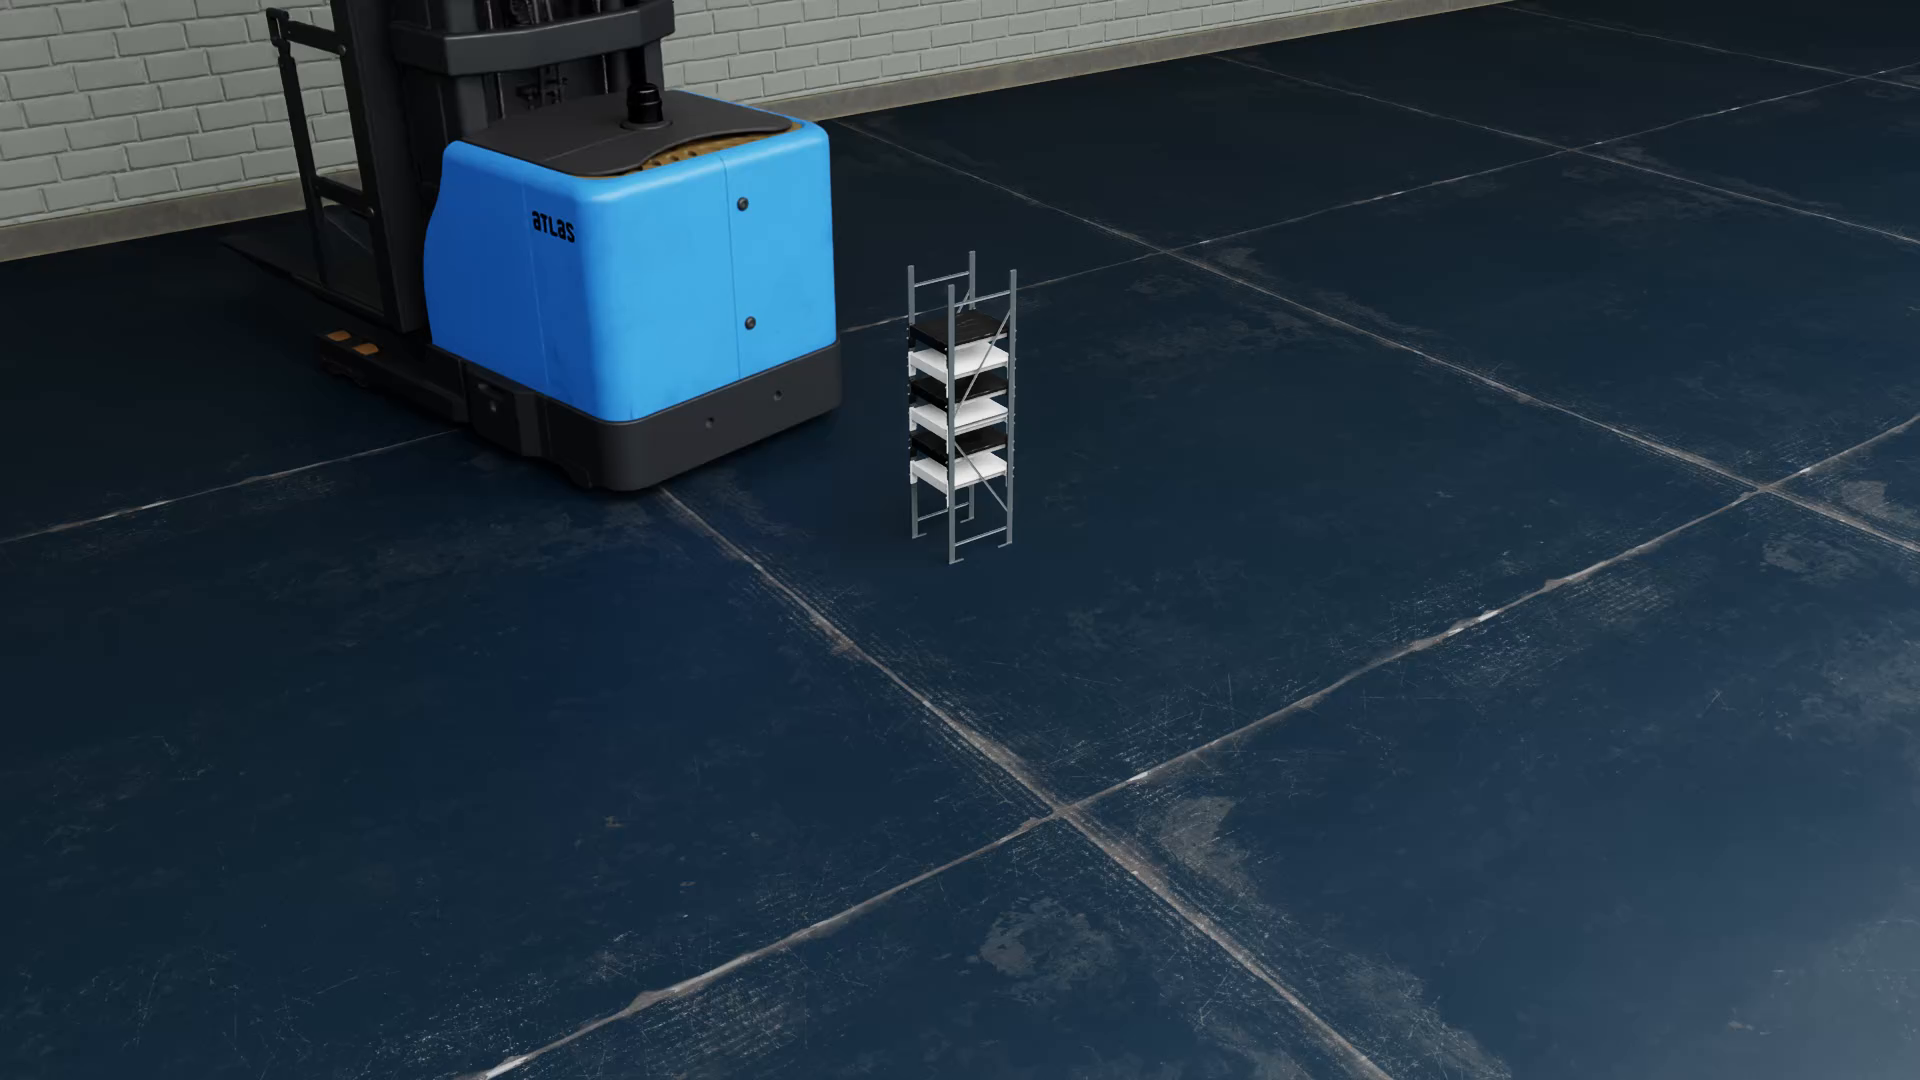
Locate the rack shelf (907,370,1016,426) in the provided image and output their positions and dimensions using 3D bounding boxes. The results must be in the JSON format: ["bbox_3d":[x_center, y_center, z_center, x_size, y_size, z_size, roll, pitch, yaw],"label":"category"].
[{"bbox_3d":[0.005,-0.442,5.002,0.258,0.077,0.200,-19,34,-31],"label":"rack shelf"}]

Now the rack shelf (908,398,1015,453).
[{"bbox_3d":[0.005,-0.363,5.045,0.258,0.077,0.200,-19,34,-31],"label":"rack shelf"}]

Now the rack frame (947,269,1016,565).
[{"bbox_3d":[0.064,-0.353,4.957,0.240,0.900,0.006,-19,34,-31],"label":"rack frame"}]

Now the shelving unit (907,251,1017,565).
[{"bbox_3d":[0.005,-0.392,5.029,0.258,0.900,0.210,-19,34,-31],"label":"shelving unit"}]

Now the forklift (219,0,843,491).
[{"bbox_3d":[-1.855,-2.031,5.919,3.031,2.935,1.130,23,36,36],"label":"forklift"}]

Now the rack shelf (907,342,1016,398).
[{"bbox_3d":[0.005,-0.521,4.959,0.258,0.077,0.200,-19,34,-31],"label":"rack shelf"}]

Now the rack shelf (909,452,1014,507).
[{"bbox_3d":[0.005,-0.205,5.131,0.258,0.077,0.200,-19,34,-31],"label":"rack shelf"}]

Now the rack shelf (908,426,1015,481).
[{"bbox_3d":[0.005,-0.284,5.088,0.258,0.077,0.200,-19,34,-31],"label":"rack shelf"}]

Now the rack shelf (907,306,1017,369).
[{"bbox_3d":[0.005,-0.600,4.916,0.258,0.077,0.200,-19,34,-31],"label":"rack shelf"}]

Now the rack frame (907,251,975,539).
[{"bbox_3d":[-0.054,-0.432,5.102,0.240,0.900,0.006,-19,34,-31],"label":"rack frame"}]
